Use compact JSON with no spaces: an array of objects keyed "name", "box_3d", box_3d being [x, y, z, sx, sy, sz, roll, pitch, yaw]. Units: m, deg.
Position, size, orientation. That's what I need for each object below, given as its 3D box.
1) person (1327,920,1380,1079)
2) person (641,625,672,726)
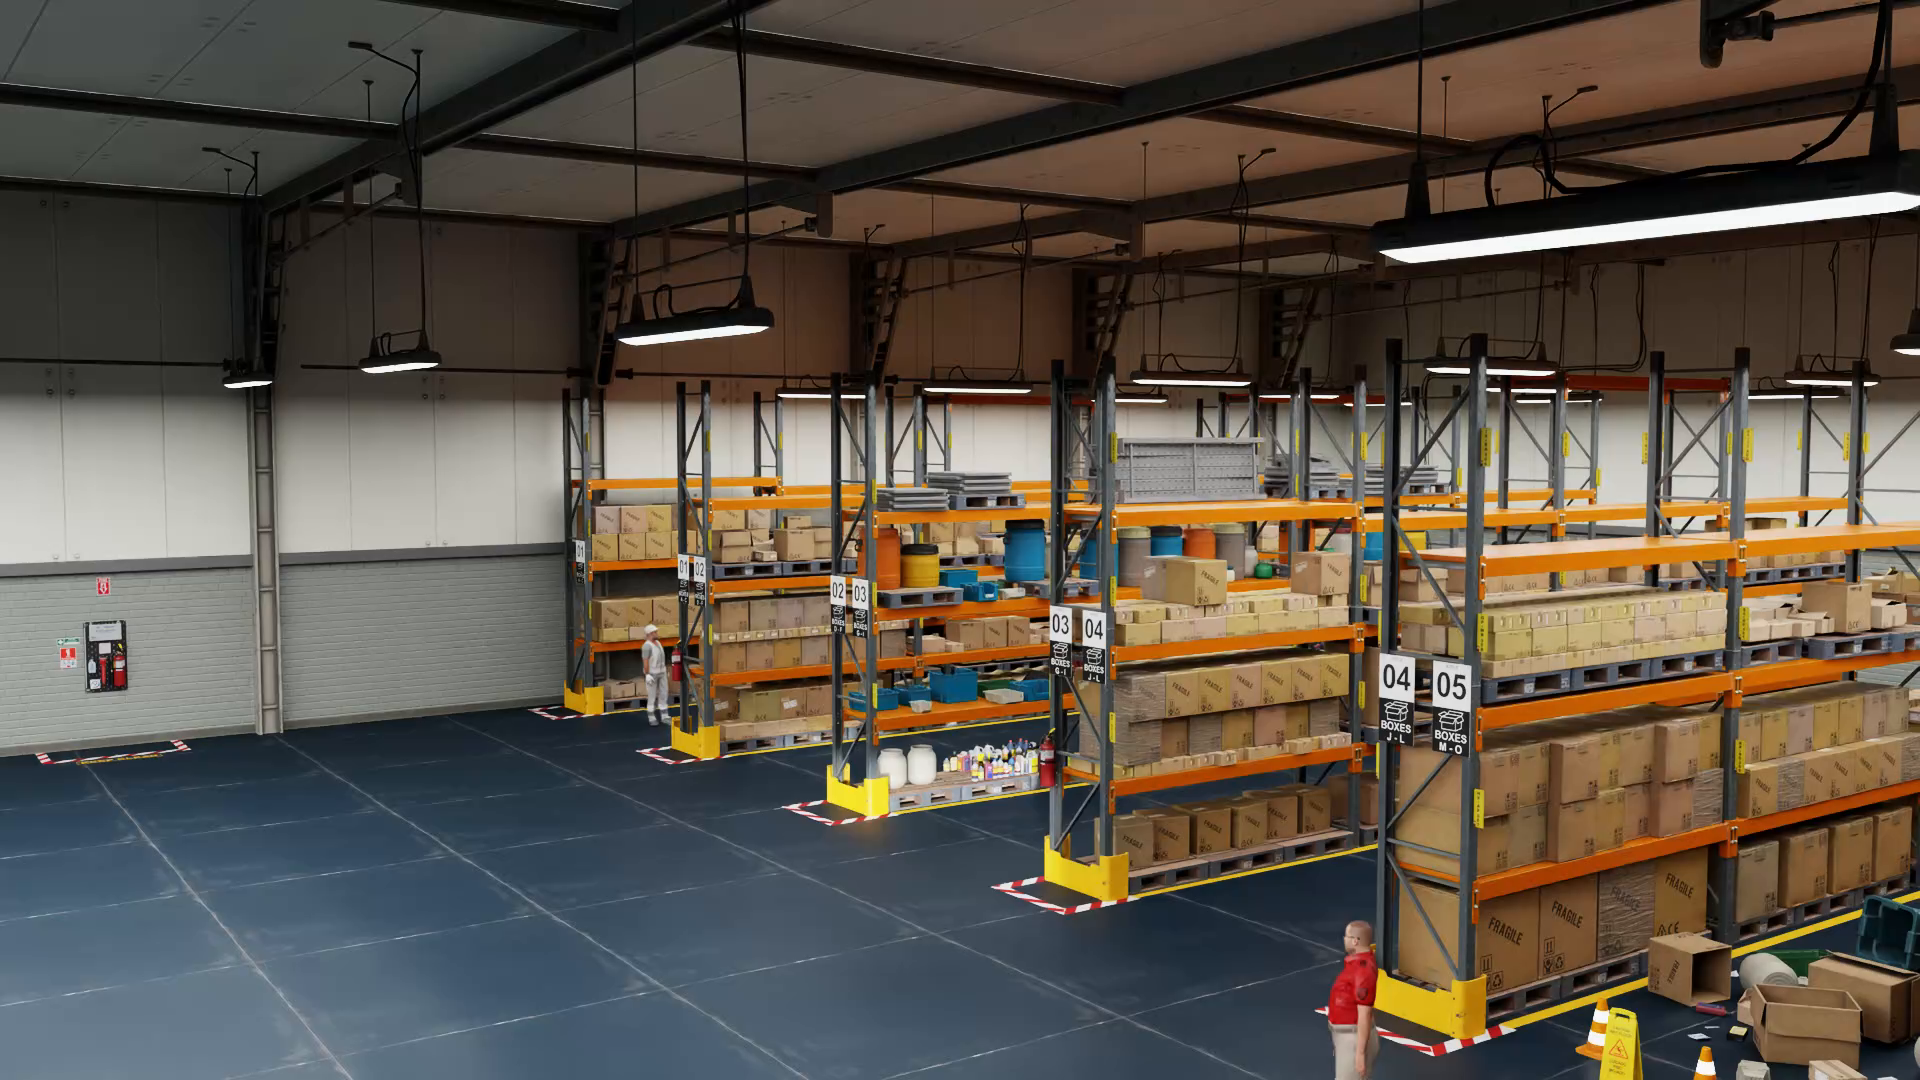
[{"name":"person","box_3d":[2.716,3.552,11.682,0.448,1.744,0.635,1,4,10]},{"name":"person","box_3d":[-5.371,2.391,29.464,0.466,1.794,0.620,3,5,38]}]
